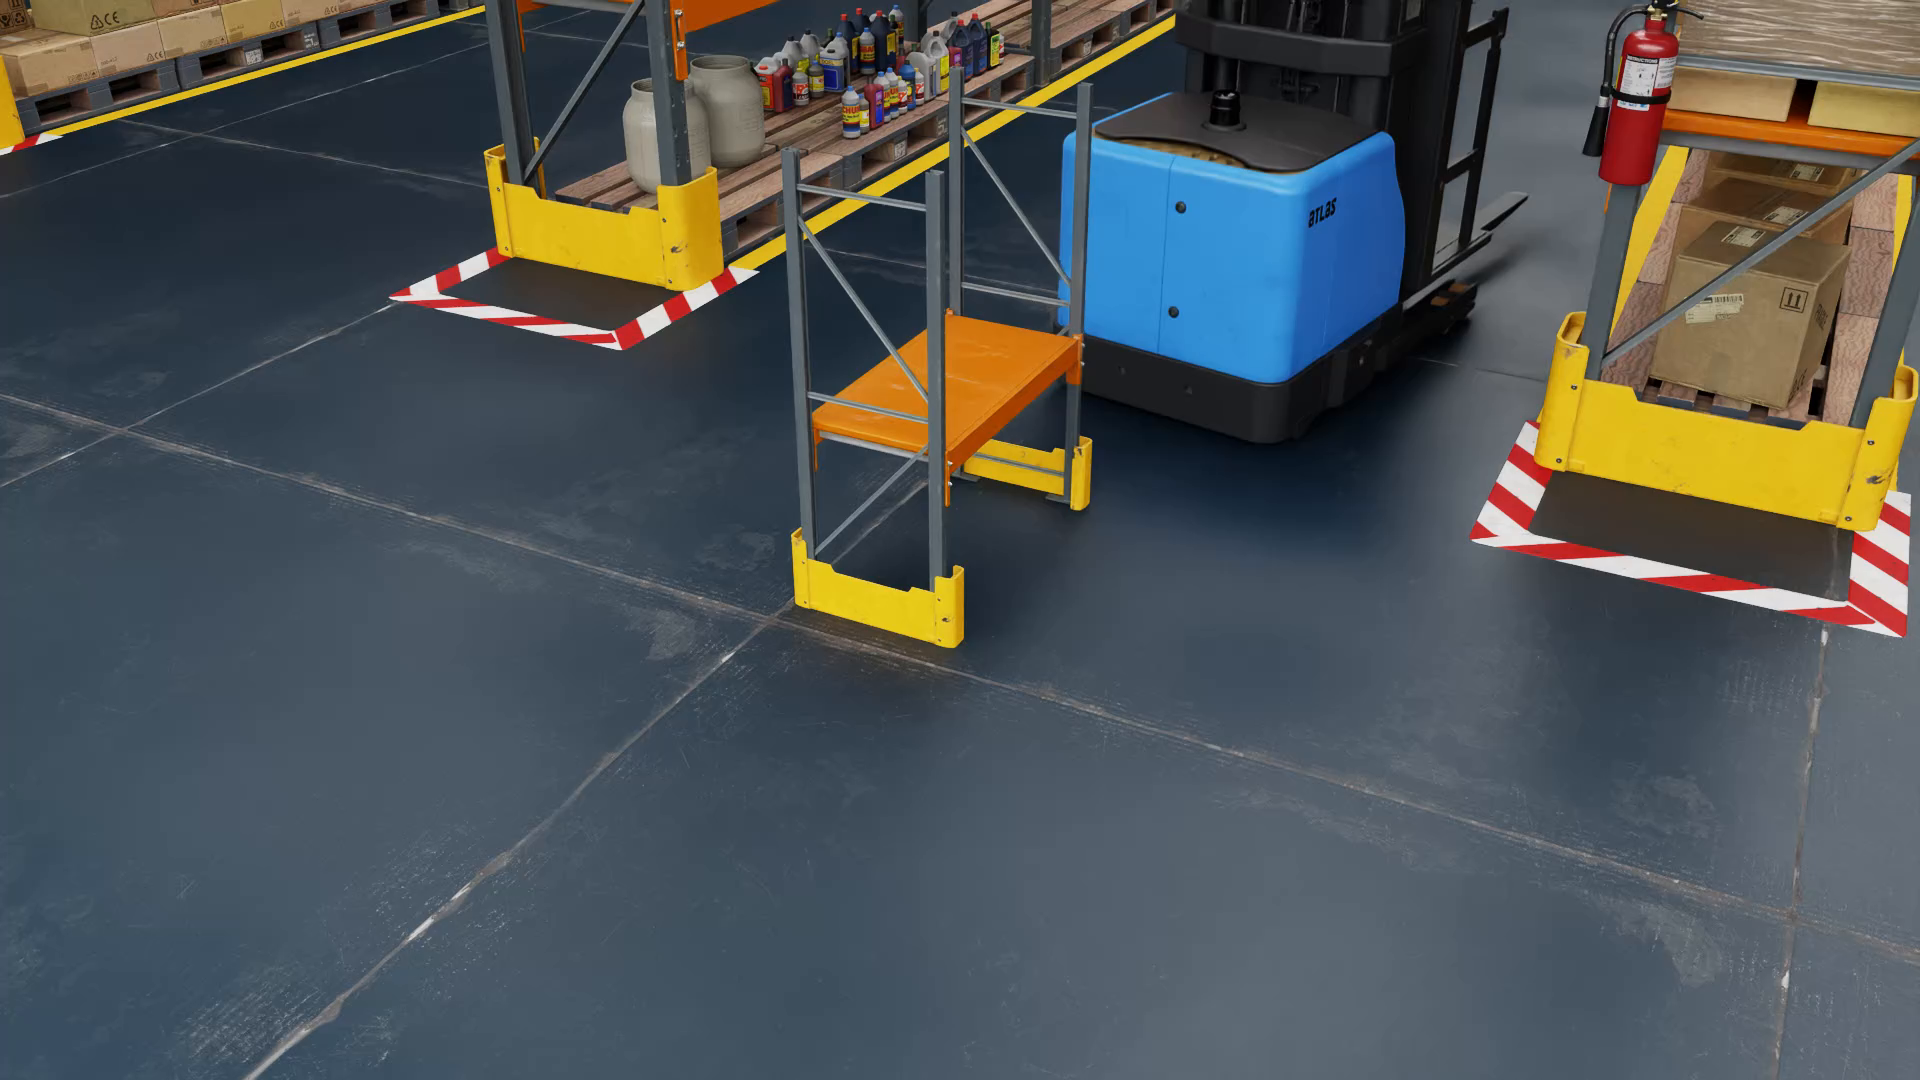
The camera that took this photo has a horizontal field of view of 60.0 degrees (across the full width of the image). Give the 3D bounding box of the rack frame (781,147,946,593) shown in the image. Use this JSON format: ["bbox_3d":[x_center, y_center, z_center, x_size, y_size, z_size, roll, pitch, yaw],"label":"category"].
[{"bbox_3d":[-0.270,-0.387,4.918,0.500,1.500,0.032,14,33,23],"label":"rack frame"}]

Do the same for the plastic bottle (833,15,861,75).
[{"bbox_3d":[-0.704,-3.085,10.329,0.144,0.351,0.185,13,32,21],"label":"plastic bottle"}]

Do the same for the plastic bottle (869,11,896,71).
[{"bbox_3d":[-0.490,-3.136,10.417,0.144,0.351,0.185,14,33,23],"label":"plastic bottle"}]

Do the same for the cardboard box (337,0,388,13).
[{"bbox_3d":[-4.542,-4.031,12.097,0.500,0.250,0.500,14,33,23],"label":"cardboard box"}]

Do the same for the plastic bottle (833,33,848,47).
[{"bbox_3d":[-0.738,-2.977,10.220,0.097,0.271,0.097,0,30,0],"label":"plastic bottle"}]

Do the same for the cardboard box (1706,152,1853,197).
[{"bbox_3d":[3.549,-1.411,7.283,0.500,0.500,0.500,18,34,28],"label":"cardboard box"}]

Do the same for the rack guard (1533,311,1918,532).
[{"bbox_3d":[2.741,-0.443,6.020,1.175,0.500,0.348,14,33,23],"label":"rack guard"}]

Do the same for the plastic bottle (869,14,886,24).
[{"bbox_3d":[-0.539,-3.209,10.619,0.152,0.276,0.135,16,33,25],"label":"plastic bottle"}]

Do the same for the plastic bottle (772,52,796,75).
[{"bbox_3d":[-1.054,-2.708,9.746,0.152,0.276,0.135,13,32,22],"label":"plastic bottle"}]

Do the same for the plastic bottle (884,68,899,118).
[{"bbox_3d":[-0.398,-2.554,9.484,0.097,0.271,0.097,0,30,0],"label":"plastic bottle"}]

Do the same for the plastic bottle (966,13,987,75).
[{"bbox_3d":[0.082,-3.082,10.322,0.144,0.351,0.185,13,32,22],"label":"plastic bottle"}]

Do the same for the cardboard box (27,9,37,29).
[{"bbox_3d":[-5.912,-3.261,10.757,0.500,0.250,0.500,14,33,23],"label":"cardboard box"}]

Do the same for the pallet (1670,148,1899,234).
[{"bbox_3d":[4.254,-1.752,8.589,1.003,0.211,1.213,14,33,23],"label":"pallet"}]

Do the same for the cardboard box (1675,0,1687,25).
[{"bbox_3d":[3.102,-2.152,6.087,0.875,0.500,0.500,14,33,23],"label":"cardboard box"}]

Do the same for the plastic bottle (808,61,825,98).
[{"bbox_3d":[-0.855,-2.742,9.880,0.097,0.201,0.097,0,30,0],"label":"plastic bottle"}]

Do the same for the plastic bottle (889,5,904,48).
[{"bbox_3d":[-0.416,-3.356,10.880,0.097,0.271,0.097,0,30,0],"label":"plastic bottle"}]

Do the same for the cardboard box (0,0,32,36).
[{"bbox_3d":[-6.131,-3.363,10.180,0.500,0.500,0.500,14,33,23],"label":"cardboard box"}]

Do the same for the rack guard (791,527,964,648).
[{"bbox_3d":[-0.262,0.146,5.244,0.587,0.250,0.087,14,33,23],"label":"rack guard"}]

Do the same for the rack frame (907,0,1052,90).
[{"bbox_3d":[0.119,-4.390,10.383,1.000,3.000,0.127,14,33,23],"label":"rack frame"}]

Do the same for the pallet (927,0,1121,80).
[{"bbox_3d":[0.442,-3.538,11.699,1.003,0.211,1.213,14,33,23],"label":"pallet"}]

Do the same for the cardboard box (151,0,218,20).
[{"bbox_3d":[-5.226,-3.691,10.753,0.500,0.500,0.500,14,33,23],"label":"cardboard box"}]

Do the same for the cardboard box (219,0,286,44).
[{"bbox_3d":[-4.984,-3.584,11.319,0.500,0.250,0.500,14,33,23],"label":"cardboard box"}]

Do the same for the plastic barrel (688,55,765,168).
[{"bbox_3d":[-1.243,-2.252,8.736,0.421,0.512,0.421,0,30,0],"label":"plastic barrel"}]

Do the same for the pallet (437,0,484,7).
[{"bbox_3d":[-3.988,-4.642,13.622,1.003,0.211,1.213,14,33,23],"label":"pallet"}]

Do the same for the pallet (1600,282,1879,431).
[{"bbox_3d":[3.142,-0.670,6.705,1.003,0.211,1.213,14,33,23],"label":"pallet"}]

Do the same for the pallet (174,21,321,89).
[{"bbox_3d":[-5.243,-3.421,11.495,1.003,0.211,1.213,14,33,23],"label":"pallet"}]

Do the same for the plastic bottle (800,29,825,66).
[{"bbox_3d":[-0.898,-2.897,10.000,0.144,0.351,0.185,14,33,23],"label":"plastic bottle"}]

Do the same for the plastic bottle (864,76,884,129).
[{"bbox_3d":[-0.480,-2.459,9.306,0.061,0.283,0.133,15,33,24],"label":"plastic bottle"}]

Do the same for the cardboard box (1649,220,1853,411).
[{"bbox_3d":[3.006,-0.865,6.332,0.500,0.500,0.500,21,36,32],"label":"cardboard box"}]

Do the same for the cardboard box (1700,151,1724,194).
[{"bbox_3d":[4.056,-1.941,8.207,0.500,0.500,0.500,-26,39,-37],"label":"cardboard box"}]

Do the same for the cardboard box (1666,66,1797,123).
[{"bbox_3d":[2.652,-1.558,5.703,0.380,0.149,0.250,14,33,23],"label":"cardboard box"}]

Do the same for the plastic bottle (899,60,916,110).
[{"bbox_3d":[-0.306,-2.644,9.640,0.097,0.271,0.097,0,30,0],"label":"plastic bottle"}]

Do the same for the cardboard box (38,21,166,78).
[{"bbox_3d":[-5.444,-3.142,10.549,0.500,0.250,0.500,14,33,23],"label":"cardboard box"}]

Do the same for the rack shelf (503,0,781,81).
[{"bbox_3d":[-0.792,-3.192,9.019,1.077,0.370,4.000,14,33,23],"label":"rack shelf"}]

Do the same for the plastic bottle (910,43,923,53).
[{"bbox_3d":[-0.255,-2.836,9.962,0.061,0.283,0.133,14,33,23],"label":"plastic bottle"}]

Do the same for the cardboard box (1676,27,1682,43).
[{"bbox_3d":[2.835,-1.791,6.109,0.380,0.149,0.250,14,33,23],"label":"cardboard box"}]

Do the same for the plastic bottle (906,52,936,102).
[{"bbox_3d":[-0.230,-2.750,9.820,0.152,0.276,0.135,15,33,24],"label":"plastic bottle"}]

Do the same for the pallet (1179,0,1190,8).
[{"bbox_3d":[1.554,-4.620,13.583,1.003,0.211,1.213,14,33,23],"label":"pallet"}]

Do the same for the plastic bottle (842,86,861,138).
[{"bbox_3d":[-0.600,-2.358,9.142,0.097,0.271,0.097,0,30,0],"label":"plastic bottle"}]

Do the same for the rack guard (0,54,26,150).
[{"bbox_3d":[-6.122,-2.648,9.859,1.175,0.500,0.348,14,33,23],"label":"rack guard"}]

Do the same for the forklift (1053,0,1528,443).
[{"bbox_3d":[1.662,-2.308,6.826,1.130,2.935,3.031,21,36,31],"label":"forklift"}]

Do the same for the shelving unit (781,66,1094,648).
[{"bbox_3d":[-0.035,-0.617,5.318,0.587,1.500,1.083,14,33,23],"label":"shelving unit"}]

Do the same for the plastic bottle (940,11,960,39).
[{"bbox_3d":[-0.046,-3.114,10.379,0.144,0.351,0.185,14,33,23],"label":"plastic bottle"}]

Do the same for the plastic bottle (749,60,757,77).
[{"bbox_3d":[-1.220,-2.600,9.551,0.061,0.283,0.133,15,33,24],"label":"plastic bottle"}]

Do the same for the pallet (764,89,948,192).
[{"bbox_3d":[-0.779,-2.350,9.630,1.003,0.211,1.213,14,33,23],"label":"pallet"}]

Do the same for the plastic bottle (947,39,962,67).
[{"bbox_3d":[-0.042,-2.886,10.049,0.061,0.283,0.133,17,34,27],"label":"plastic bottle"}]

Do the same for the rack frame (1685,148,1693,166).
[{"bbox_3d":[4.528,-3.267,8.427,1.000,3.000,0.127,14,33,23],"label":"rack frame"}]

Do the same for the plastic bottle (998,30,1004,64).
[{"bbox_3d":[0.231,-3.136,10.568,0.097,0.201,0.097,0,30,0],"label":"plastic bottle"}]
